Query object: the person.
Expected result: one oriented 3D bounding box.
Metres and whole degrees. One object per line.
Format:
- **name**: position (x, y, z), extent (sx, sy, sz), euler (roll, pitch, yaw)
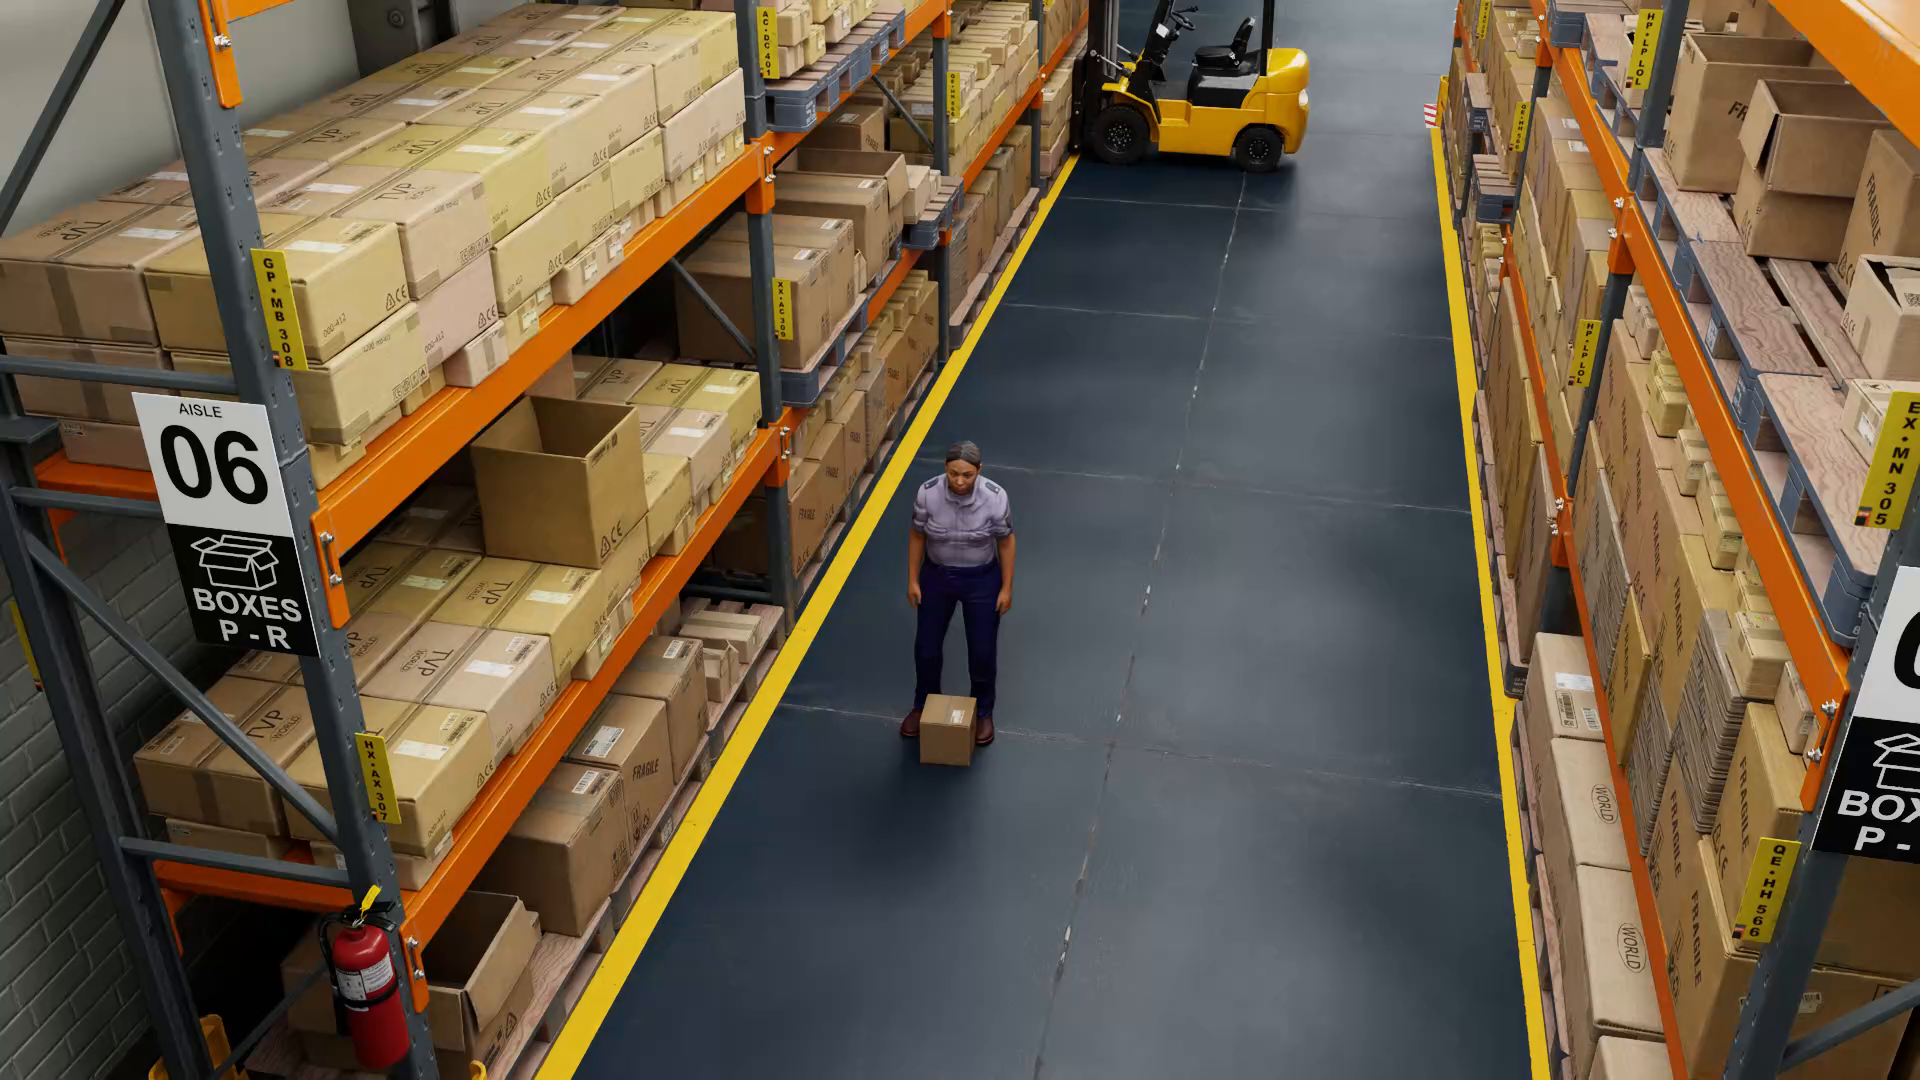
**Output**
- **person**: position (-0.012, 0.228, 8.209), extent (0.561, 1.651, 0.368), euler (4, 29, 7)
